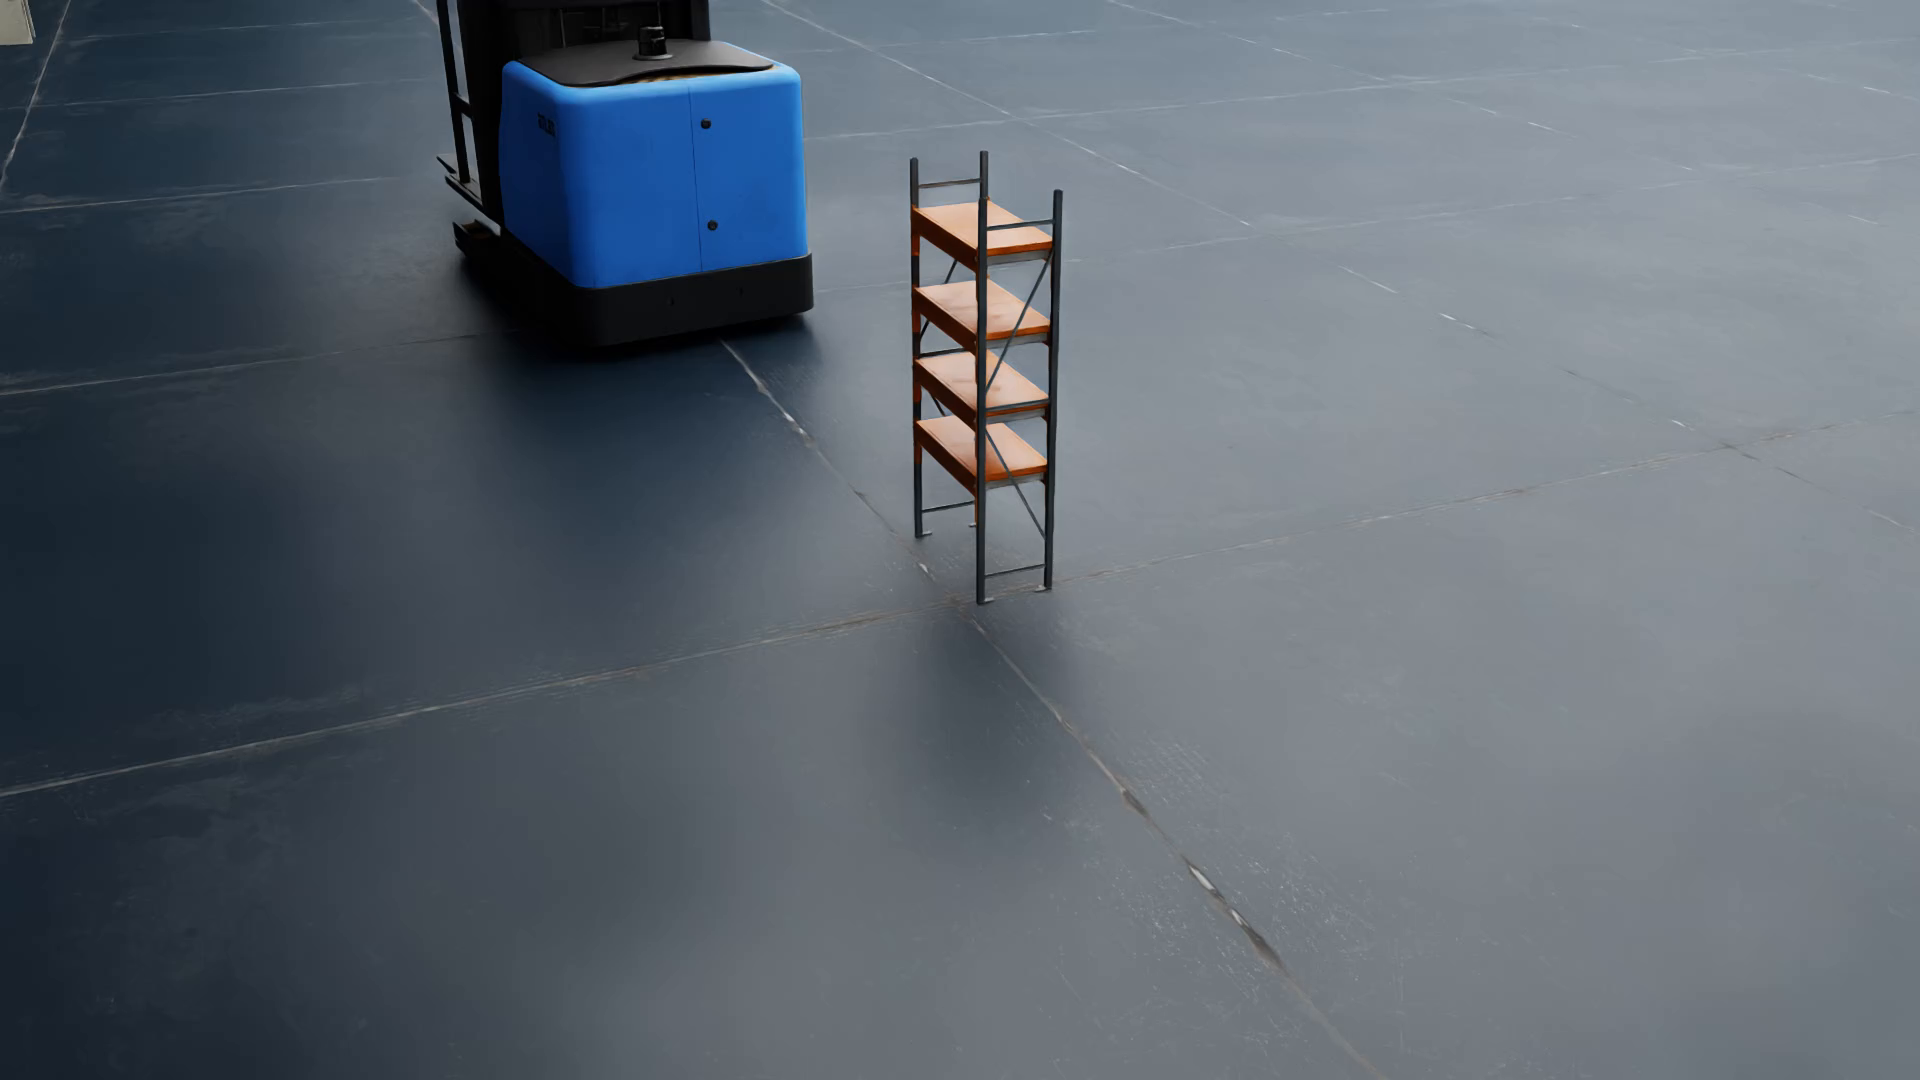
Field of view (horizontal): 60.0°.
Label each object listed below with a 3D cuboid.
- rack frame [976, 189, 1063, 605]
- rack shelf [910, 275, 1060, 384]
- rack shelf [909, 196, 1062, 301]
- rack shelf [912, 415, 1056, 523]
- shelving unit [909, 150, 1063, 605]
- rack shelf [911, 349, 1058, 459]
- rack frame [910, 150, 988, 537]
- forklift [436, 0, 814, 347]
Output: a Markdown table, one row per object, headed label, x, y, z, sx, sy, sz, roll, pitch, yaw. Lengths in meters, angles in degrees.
| label | x | y | z | sx | sy | sz | roll | pitch | yaw |
| --- | --- | --- | --- | --- | --- | --- | --- | --- | --- |
| rack frame | 0.160 | -0.374 | 4.648 | 0.240 | 1.200 | 0.015 | -11 | 28 | -21 |
| rack shelf | 0.065 | -0.613 | 4.781 | 0.258 | 0.148 | 0.480 | -11 | 28 | -21 |
| rack shelf | 0.065 | -0.825 | 4.677 | 0.258 | 0.148 | 0.480 | -11 | 28 | -21 |
| rack shelf | 0.065 | -0.233 | 4.967 | 0.258 | 0.148 | 0.480 | -11 | 28 | -21 |
| shelving unit | 0.065 | -0.472 | 4.850 | 0.258 | 1.200 | 0.503 | -11 | 28 | -21 |
| rack shelf | 0.065 | -0.412 | 4.879 | 0.258 | 0.148 | 0.480 | -11 | 28 | -21 |
| rack frame | -0.031 | -0.571 | 5.052 | 0.240 | 1.200 | 0.015 | -11 | 28 | -21 |
| forklift | -1.793 | -2.702 | 7.444 | 1.130 | 2.935 | 3.031 | -14 | 29 | -26 |
